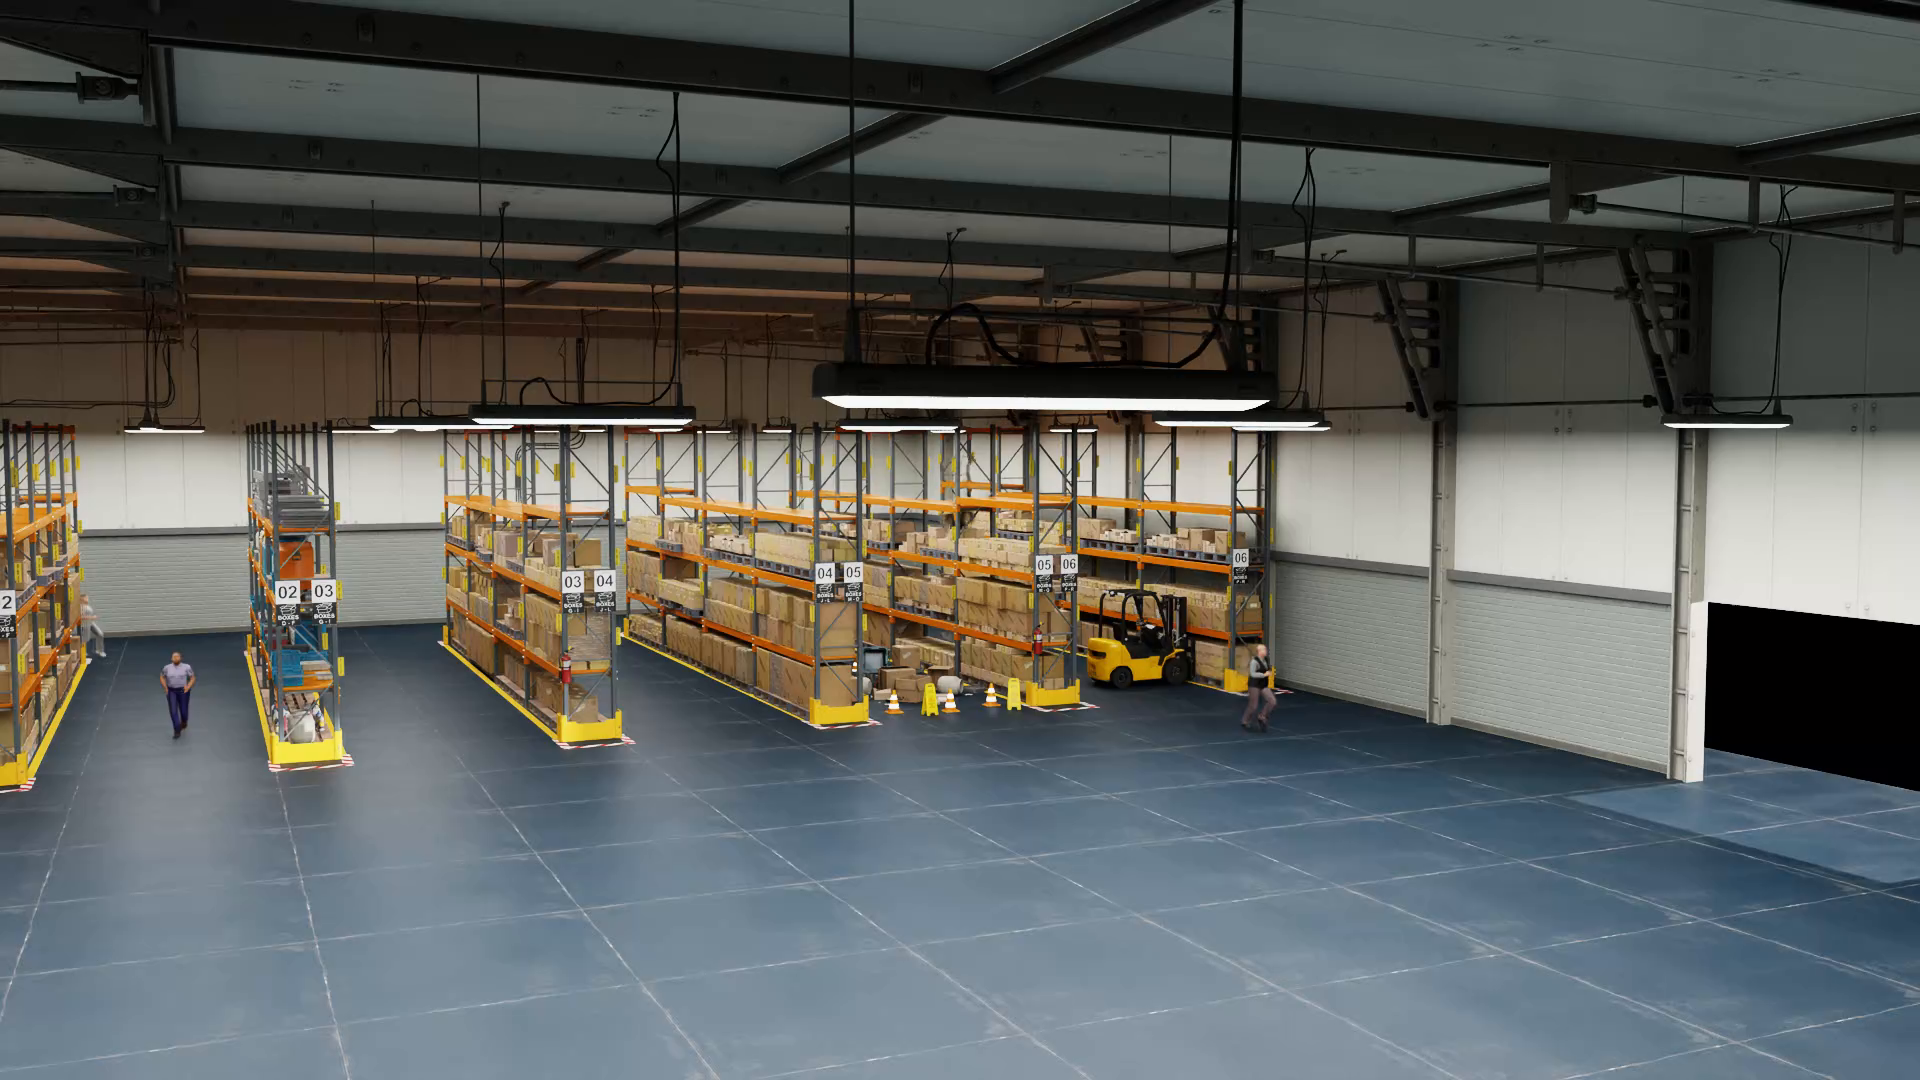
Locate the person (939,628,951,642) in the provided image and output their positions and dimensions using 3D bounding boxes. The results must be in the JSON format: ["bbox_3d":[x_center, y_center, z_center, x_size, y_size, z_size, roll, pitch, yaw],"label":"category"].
[{"bbox_3d":[-0.347,2.165,44.391,0.510,1.556,0.519,-1,4,-21],"label":"person"}]

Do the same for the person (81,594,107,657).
[{"bbox_3d":[-22.441,2.216,42.779,0.794,1.659,0.557,0,4,0],"label":"person"}]

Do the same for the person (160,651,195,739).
[{"bbox_3d":[-14.945,2.933,31.775,0.618,1.629,0.719,-2,4,-24],"label":"person"}]

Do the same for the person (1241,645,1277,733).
[{"bbox_3d":[5.766,2.860,32.064,0.682,1.711,0.808,-3,5,-43],"label":"person"}]
